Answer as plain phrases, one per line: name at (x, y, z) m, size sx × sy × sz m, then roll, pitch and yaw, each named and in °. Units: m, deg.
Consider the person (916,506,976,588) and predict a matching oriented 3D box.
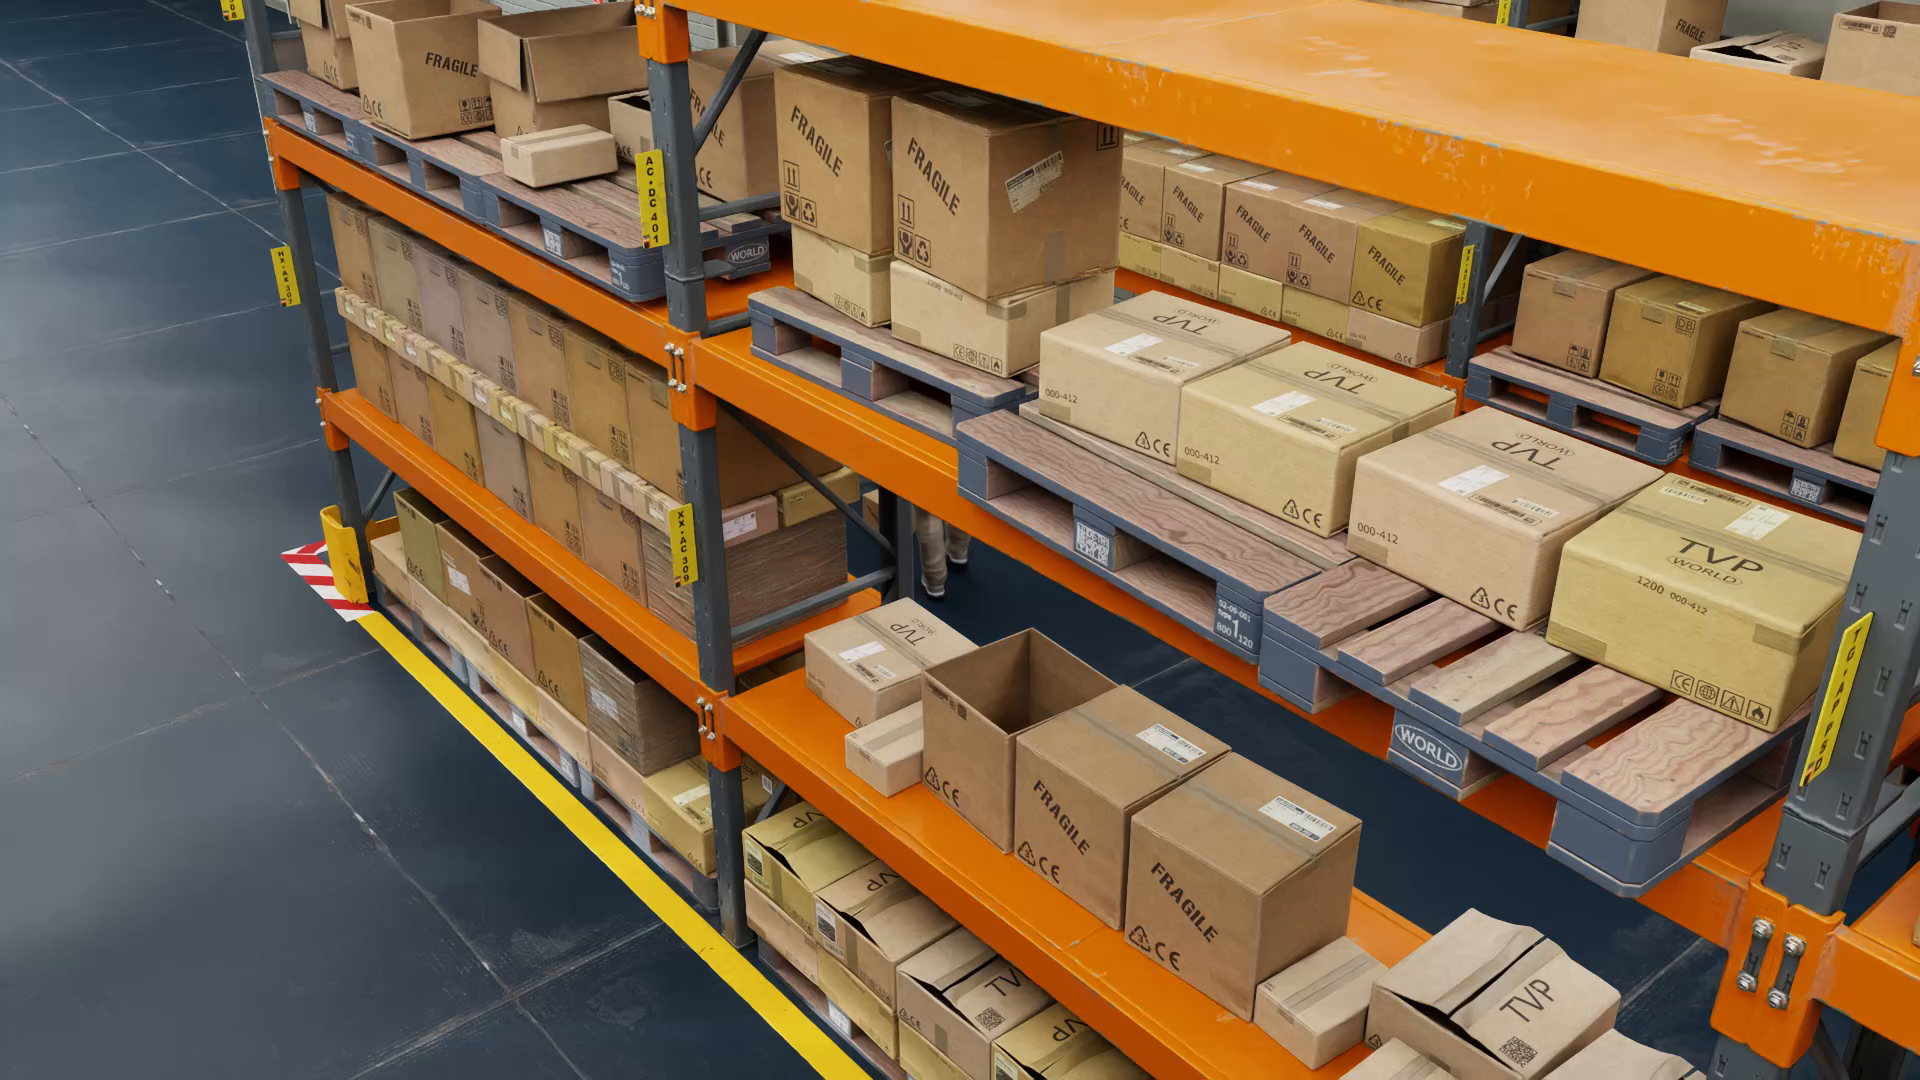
person at (-0.087, -0.613, 9.775) m, size 0.538 × 1.722 × 0.672 m, roll -5°, pitch 28°, yaw -9°
